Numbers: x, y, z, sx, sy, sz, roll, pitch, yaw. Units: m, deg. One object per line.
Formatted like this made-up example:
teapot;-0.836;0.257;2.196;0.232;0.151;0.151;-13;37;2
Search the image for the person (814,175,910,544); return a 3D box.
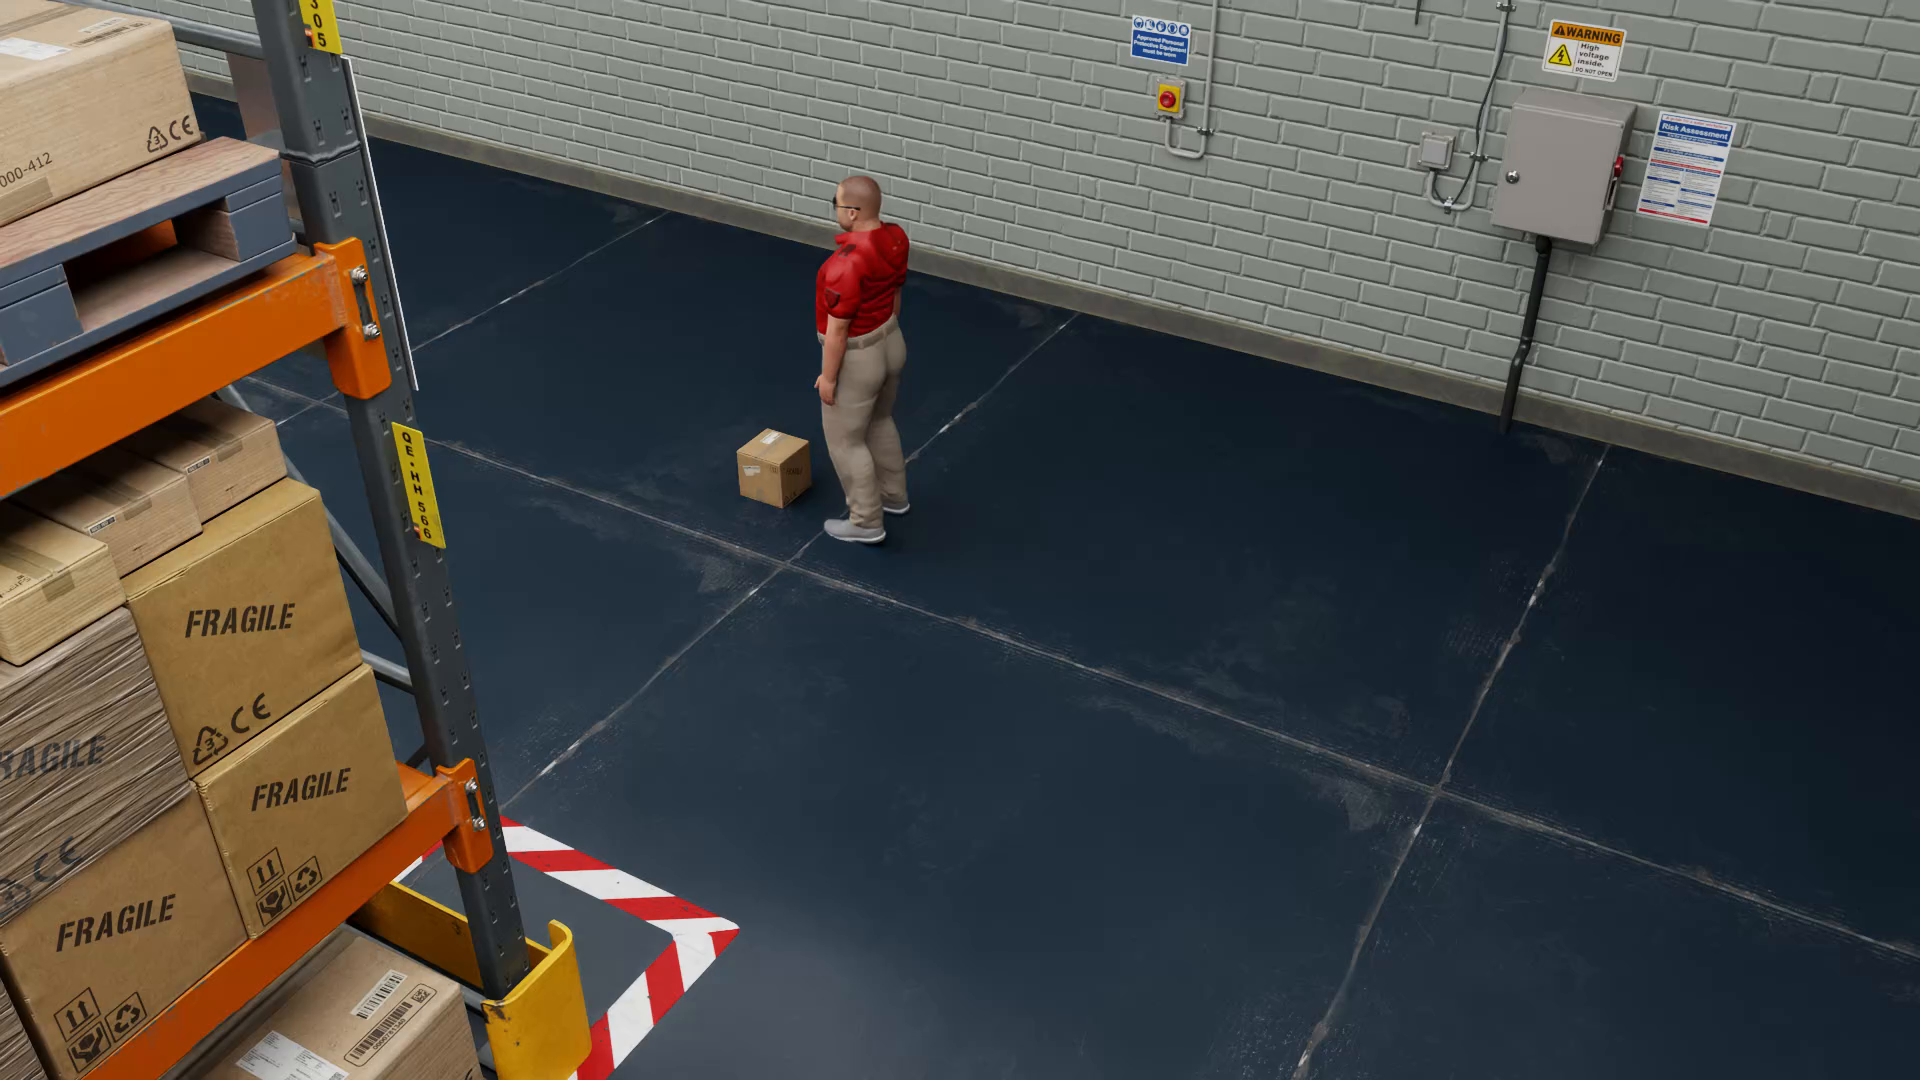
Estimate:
person;-0.453;-0.791;7.360;0.367;1.738;0.529;18;38;25
